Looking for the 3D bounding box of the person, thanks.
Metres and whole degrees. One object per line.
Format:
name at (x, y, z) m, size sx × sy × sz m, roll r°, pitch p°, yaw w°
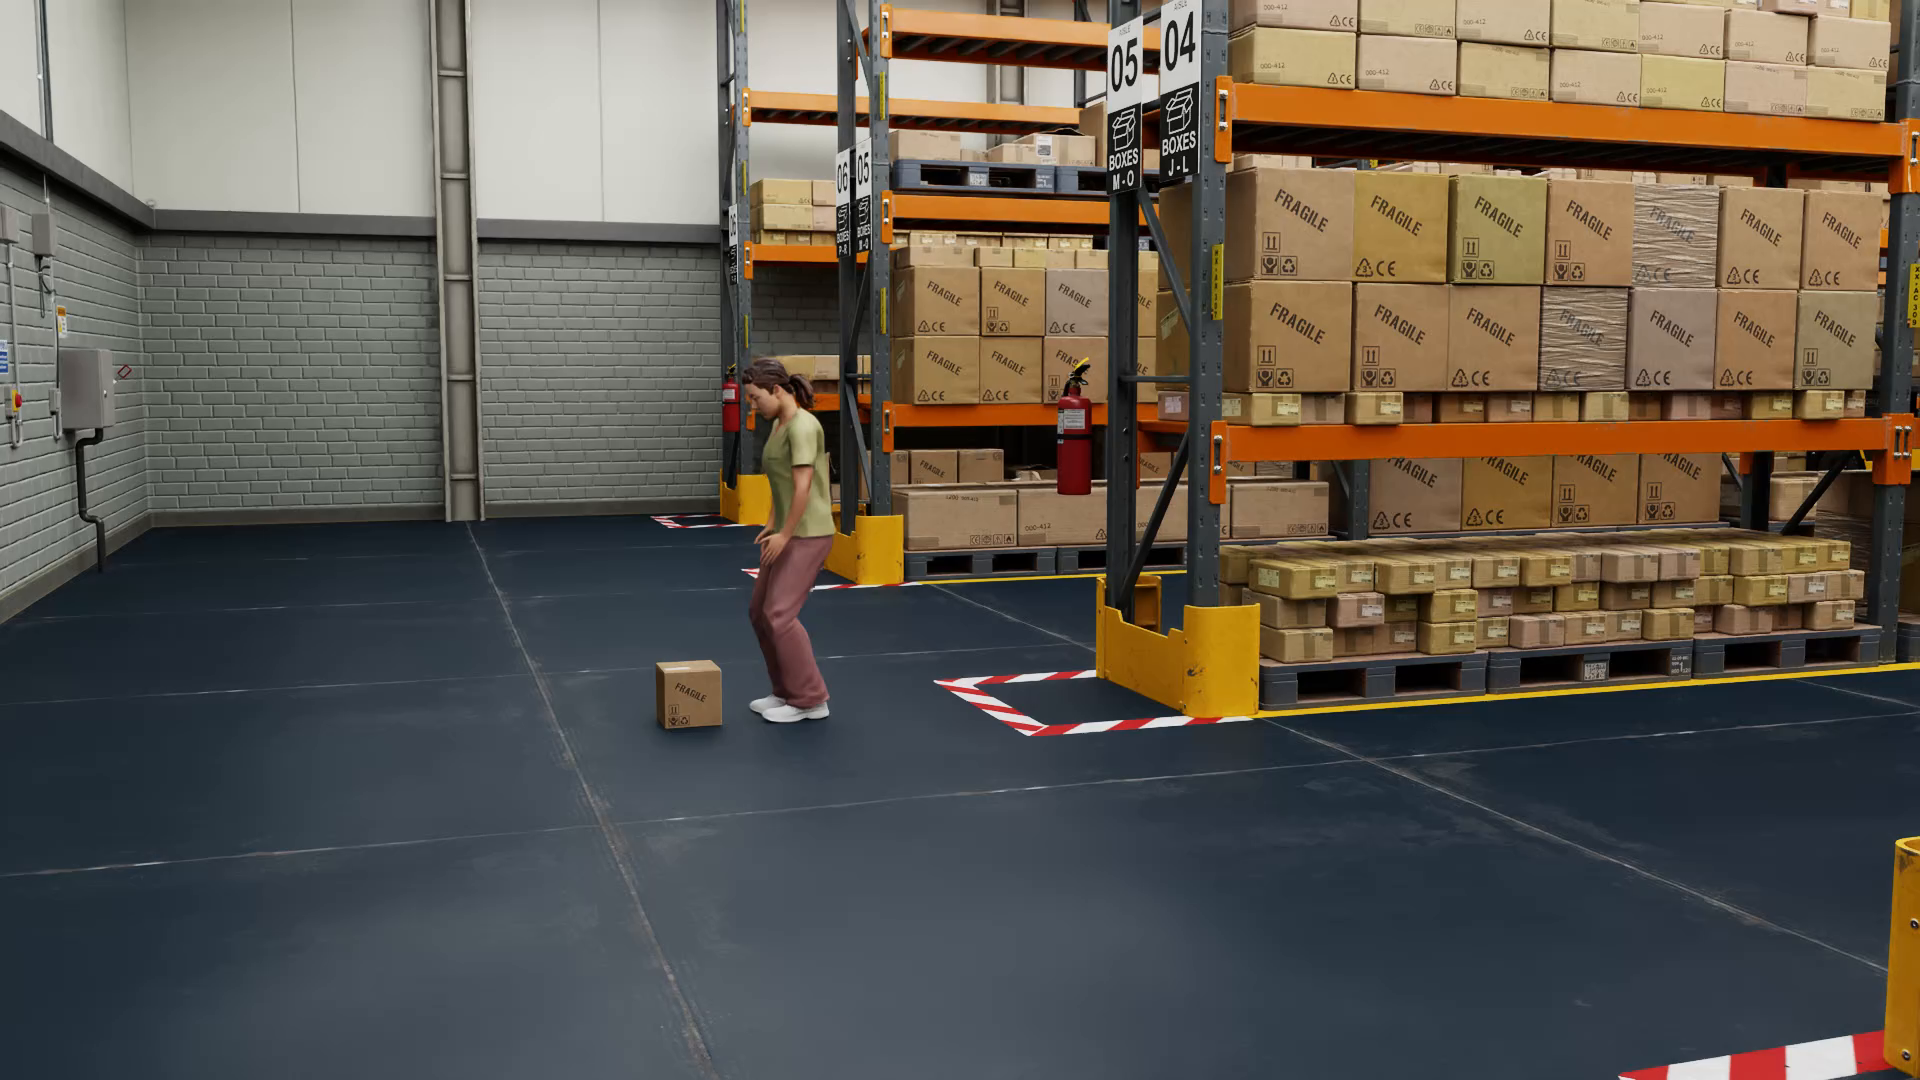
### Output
person at (-0.761, -0.003, 7.408) m, size 0.406 × 1.617 × 0.474 m, roll -2°, pitch 6°, yaw -17°
